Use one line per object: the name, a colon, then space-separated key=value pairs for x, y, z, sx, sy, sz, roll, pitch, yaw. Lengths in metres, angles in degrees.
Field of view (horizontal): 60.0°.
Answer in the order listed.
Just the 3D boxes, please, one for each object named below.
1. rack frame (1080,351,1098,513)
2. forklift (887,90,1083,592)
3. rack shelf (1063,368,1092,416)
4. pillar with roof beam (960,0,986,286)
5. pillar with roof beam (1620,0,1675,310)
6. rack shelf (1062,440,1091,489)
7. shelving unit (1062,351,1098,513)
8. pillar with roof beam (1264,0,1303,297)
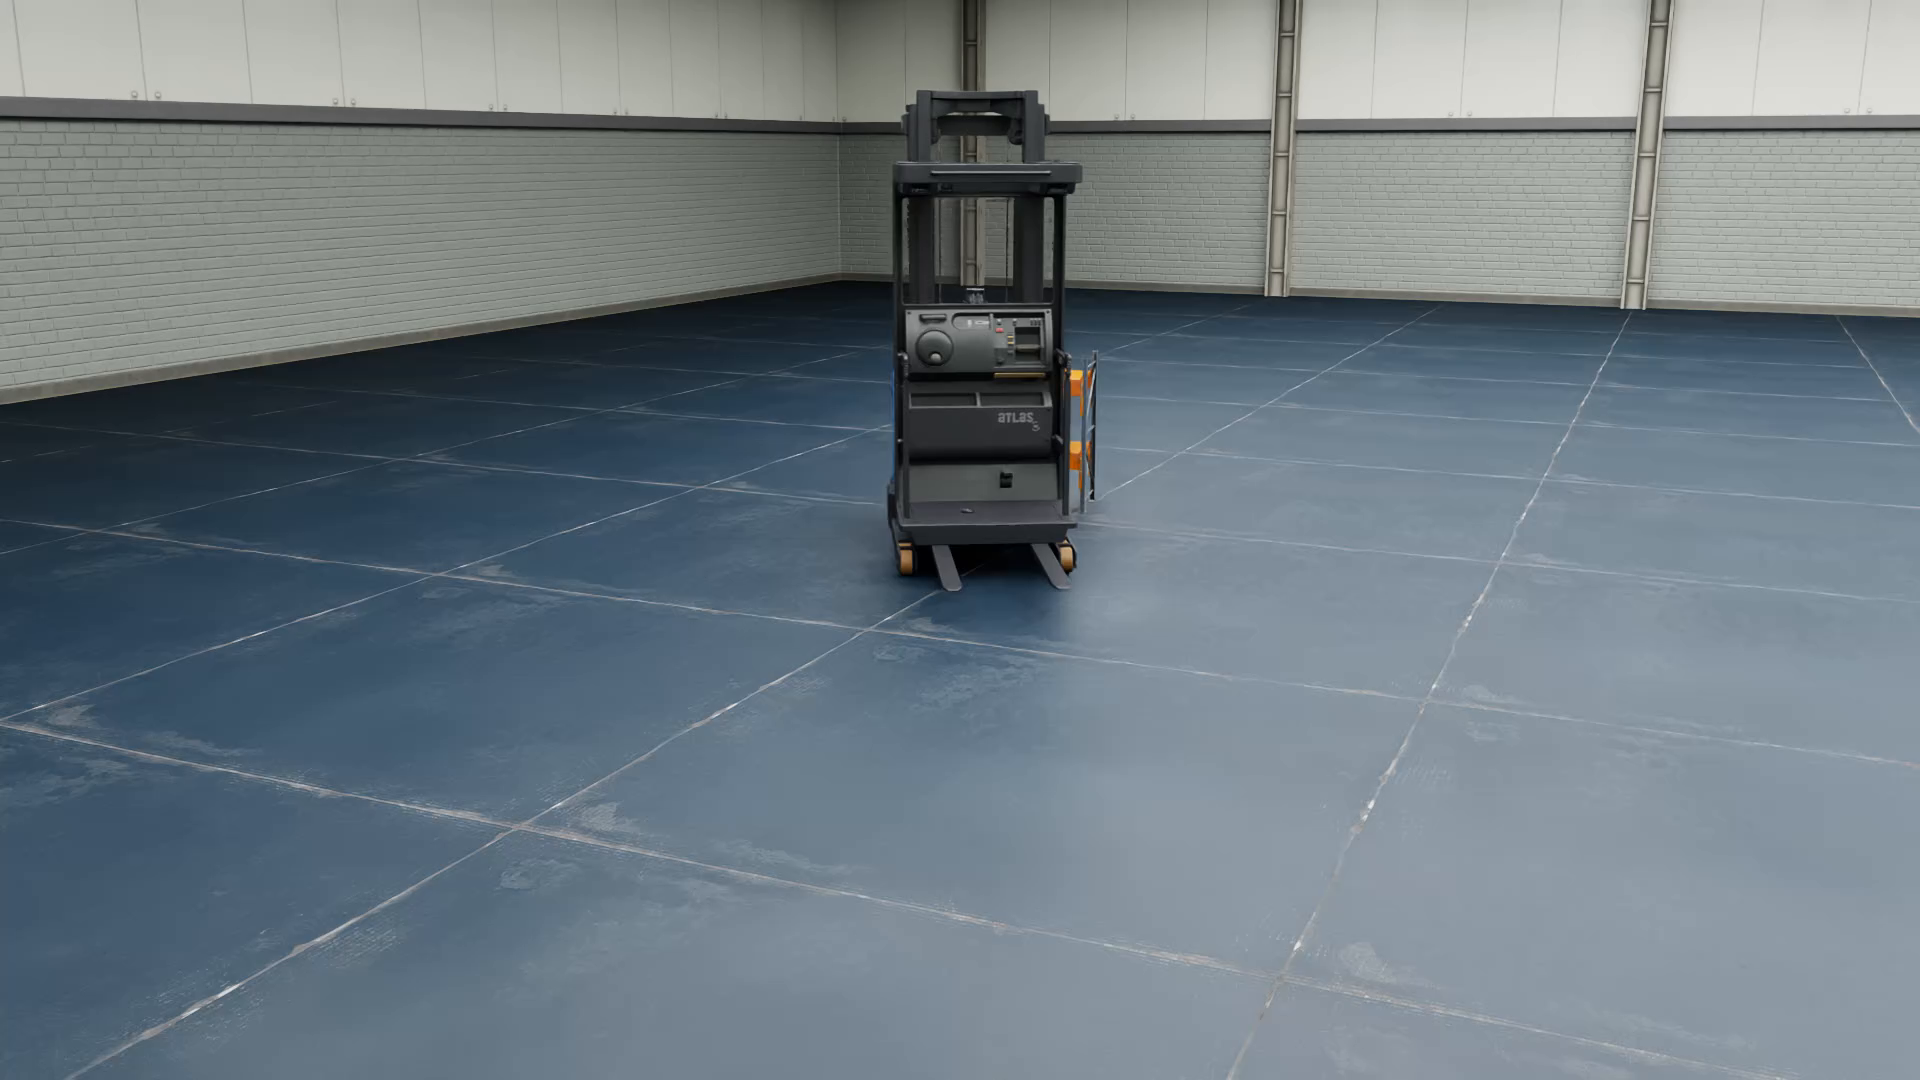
rack frame: x=0.946 y=-0.797 z=12.188 sx=0.032 sy=1.125 sz=0.500 roll=3 pitch=14 yaw=13
forklift: x=0.140 y=-1.283 z=10.306 sx=1.130 sy=2.935 sz=3.031 roll=-1 pitch=13 yaw=-5
rack shelf: x=0.452 y=-1.109 z=12.237 sx=1.000 sy=0.278 sz=0.538 roll=3 pitch=14 yaw=13
pillar with roof beam: x=-1.496 y=-8.454 z=27.583 sx=0.400 sy=9.000 sz=9.100 roll=6 pitch=14 yaw=23
pillar with roof beam: x=9.476 y=-7.343 z=22.851 sx=0.400 sy=9.000 sz=9.100 roll=6 pitch=14 yaw=23
rack shelf: x=0.452 y=-0.586 z=12.360 sx=1.000 sy=0.278 sz=0.538 roll=3 pitch=14 yaw=13
shelving unit: x=0.452 y=-0.824 z=12.304 sx=1.048 sy=1.125 sz=0.538 roll=3 pitch=14 yaw=13
pillar with roof beam: x=3.990 y=-7.898 z=25.217 sx=0.400 sy=9.000 sz=9.100 roll=6 pitch=14 yaw=23
